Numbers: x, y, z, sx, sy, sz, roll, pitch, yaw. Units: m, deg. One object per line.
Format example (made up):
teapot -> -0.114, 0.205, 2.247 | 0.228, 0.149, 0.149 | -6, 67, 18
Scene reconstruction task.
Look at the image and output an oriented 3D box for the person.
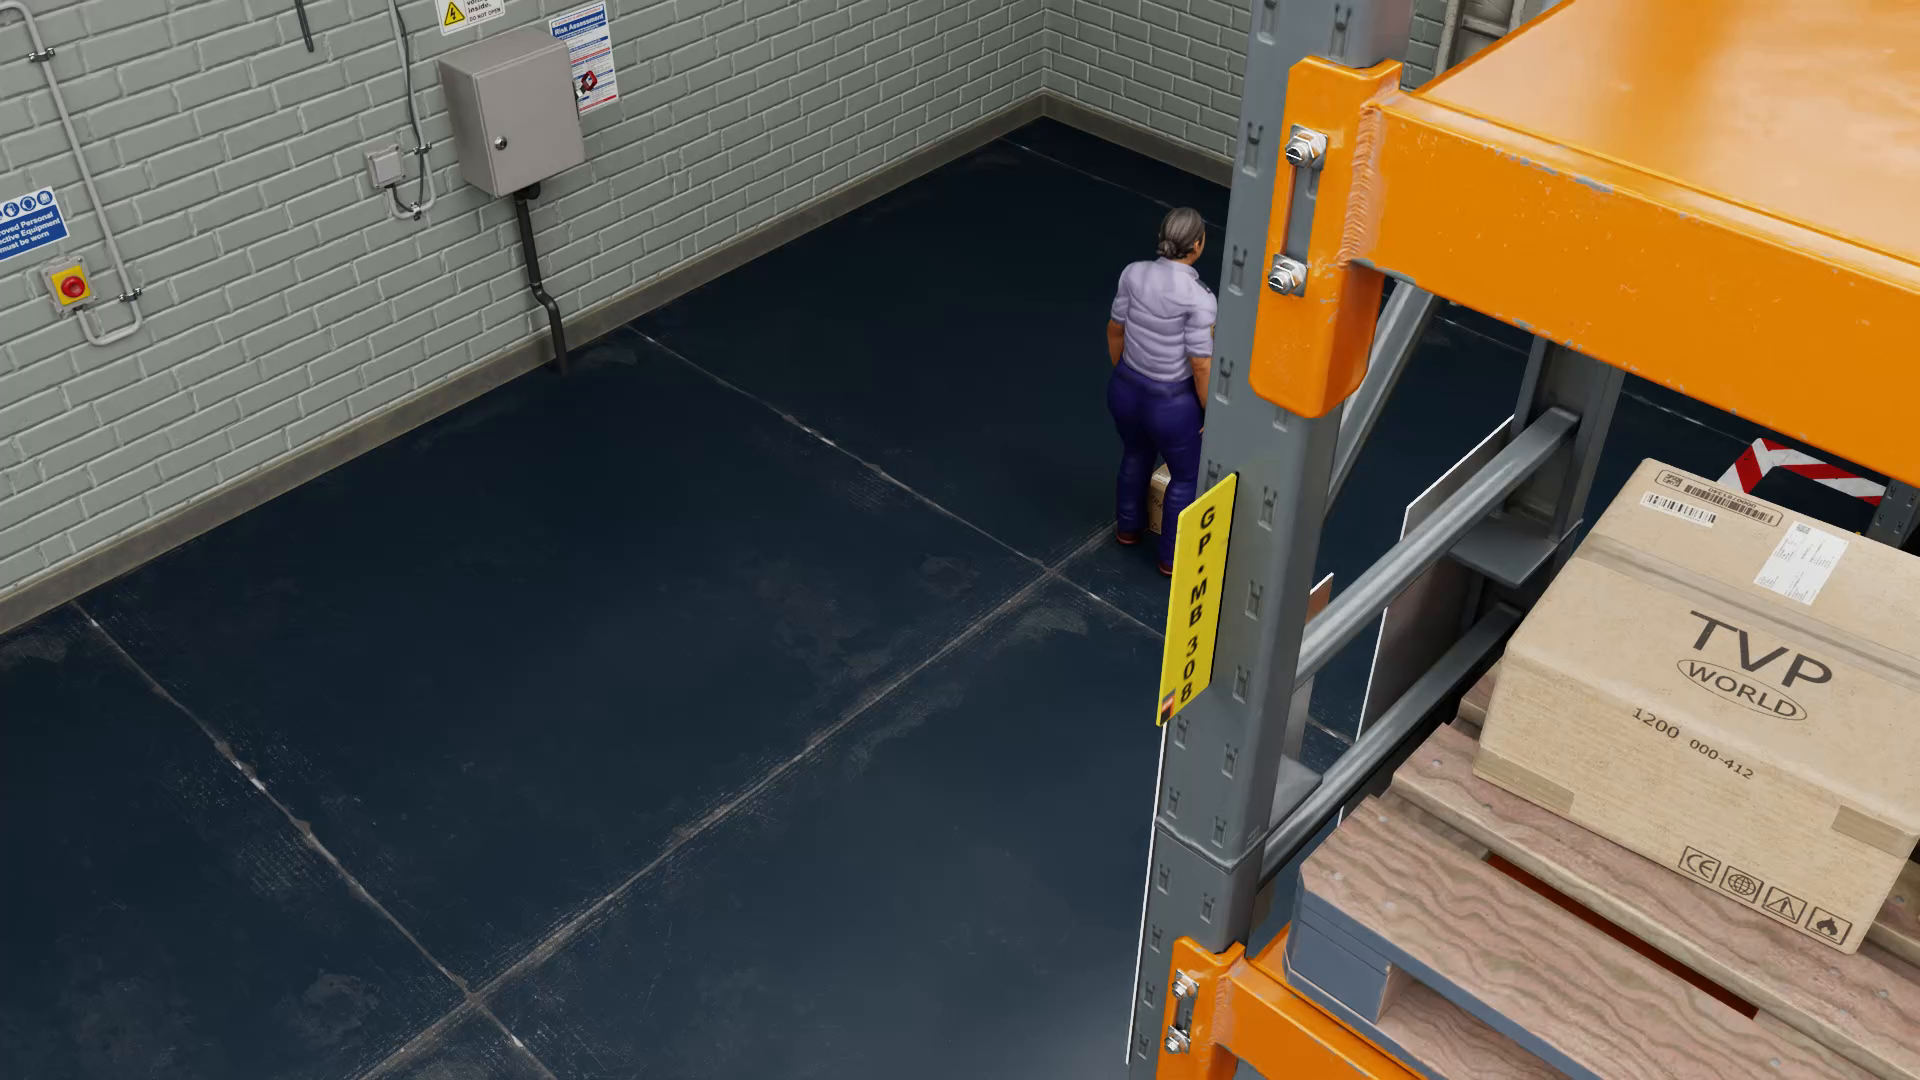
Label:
person -> 0.853, -0.607, 6.896 | 0.537, 1.651, 0.418 | 30, 48, 31
